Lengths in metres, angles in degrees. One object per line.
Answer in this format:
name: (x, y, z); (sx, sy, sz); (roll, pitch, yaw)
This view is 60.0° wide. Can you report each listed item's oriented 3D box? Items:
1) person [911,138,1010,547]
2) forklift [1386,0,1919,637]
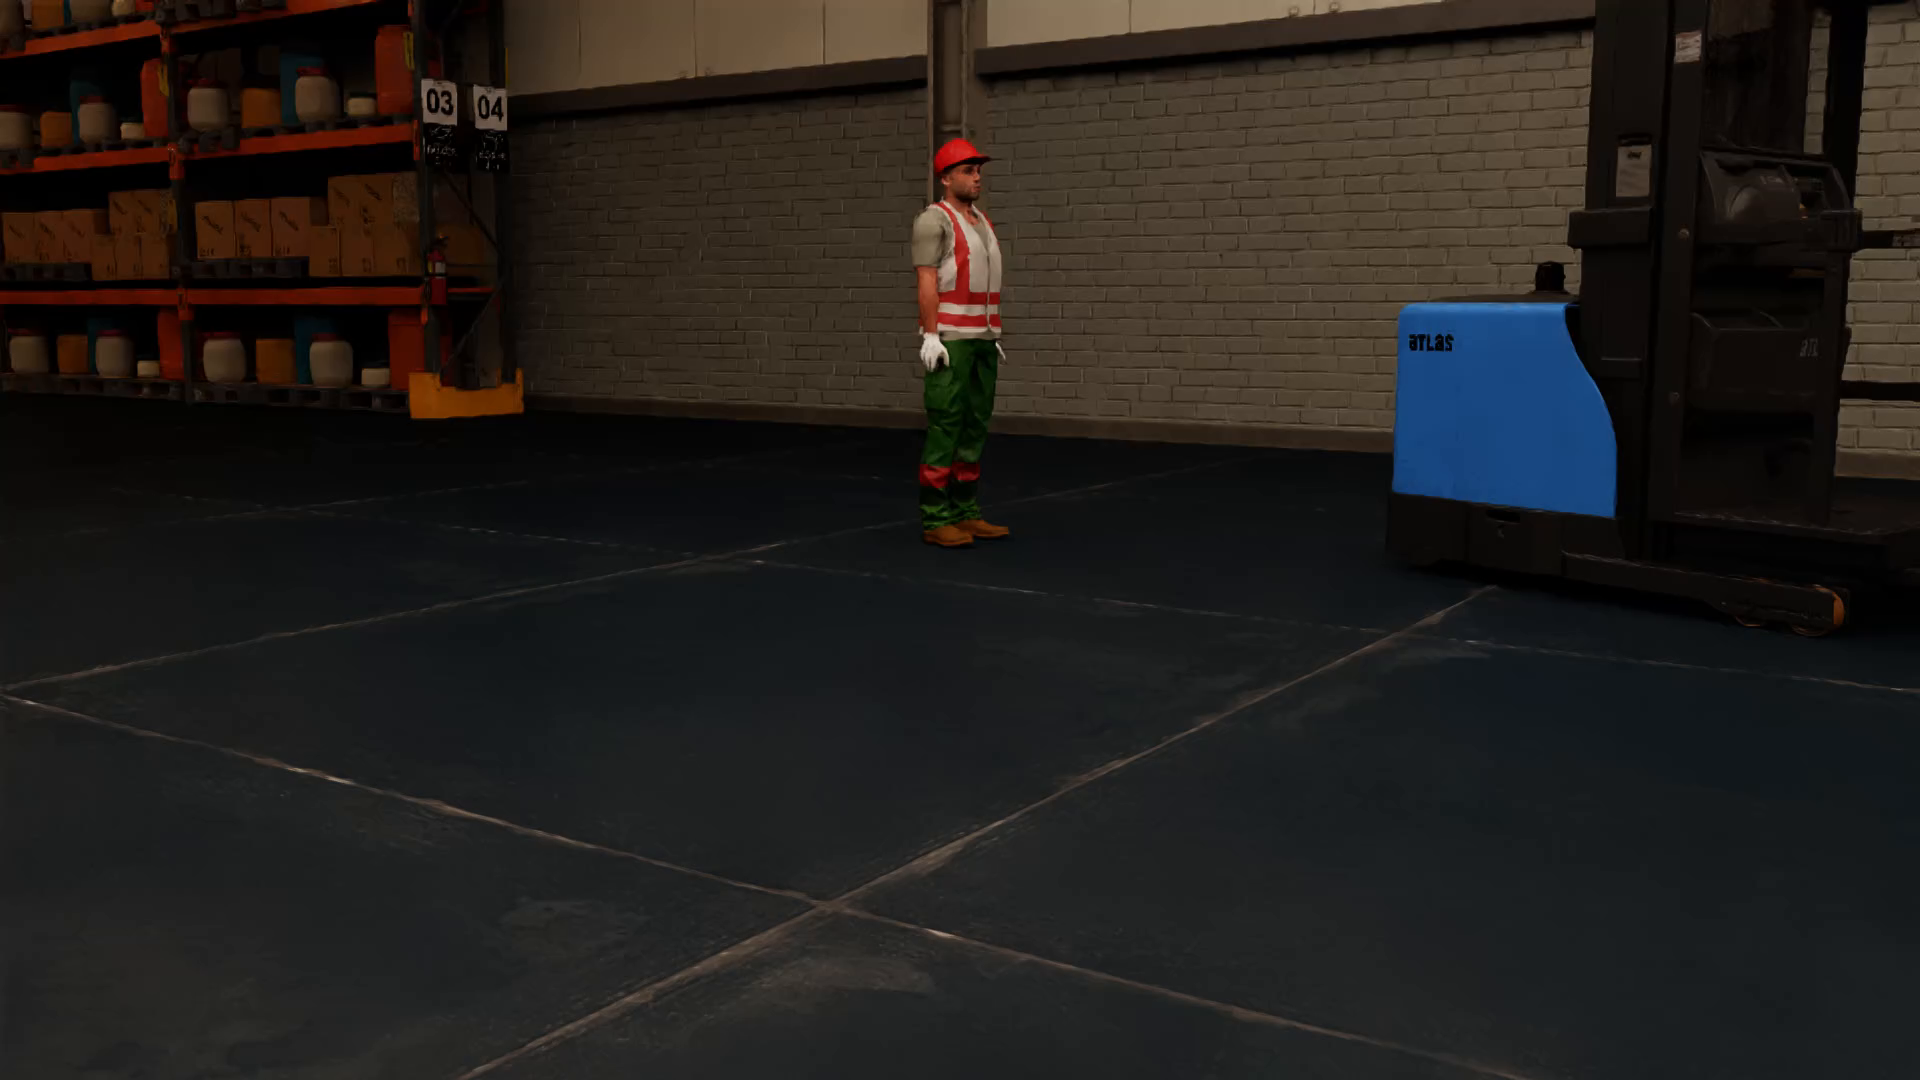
person: (0.018, -0.885, 7.467); (0.349, 1.795, 0.540); (5, 10, 34)
forklift: (3.020, -1.214, 5.727); (1.130, 2.935, 3.031); (-6, 10, -36)
